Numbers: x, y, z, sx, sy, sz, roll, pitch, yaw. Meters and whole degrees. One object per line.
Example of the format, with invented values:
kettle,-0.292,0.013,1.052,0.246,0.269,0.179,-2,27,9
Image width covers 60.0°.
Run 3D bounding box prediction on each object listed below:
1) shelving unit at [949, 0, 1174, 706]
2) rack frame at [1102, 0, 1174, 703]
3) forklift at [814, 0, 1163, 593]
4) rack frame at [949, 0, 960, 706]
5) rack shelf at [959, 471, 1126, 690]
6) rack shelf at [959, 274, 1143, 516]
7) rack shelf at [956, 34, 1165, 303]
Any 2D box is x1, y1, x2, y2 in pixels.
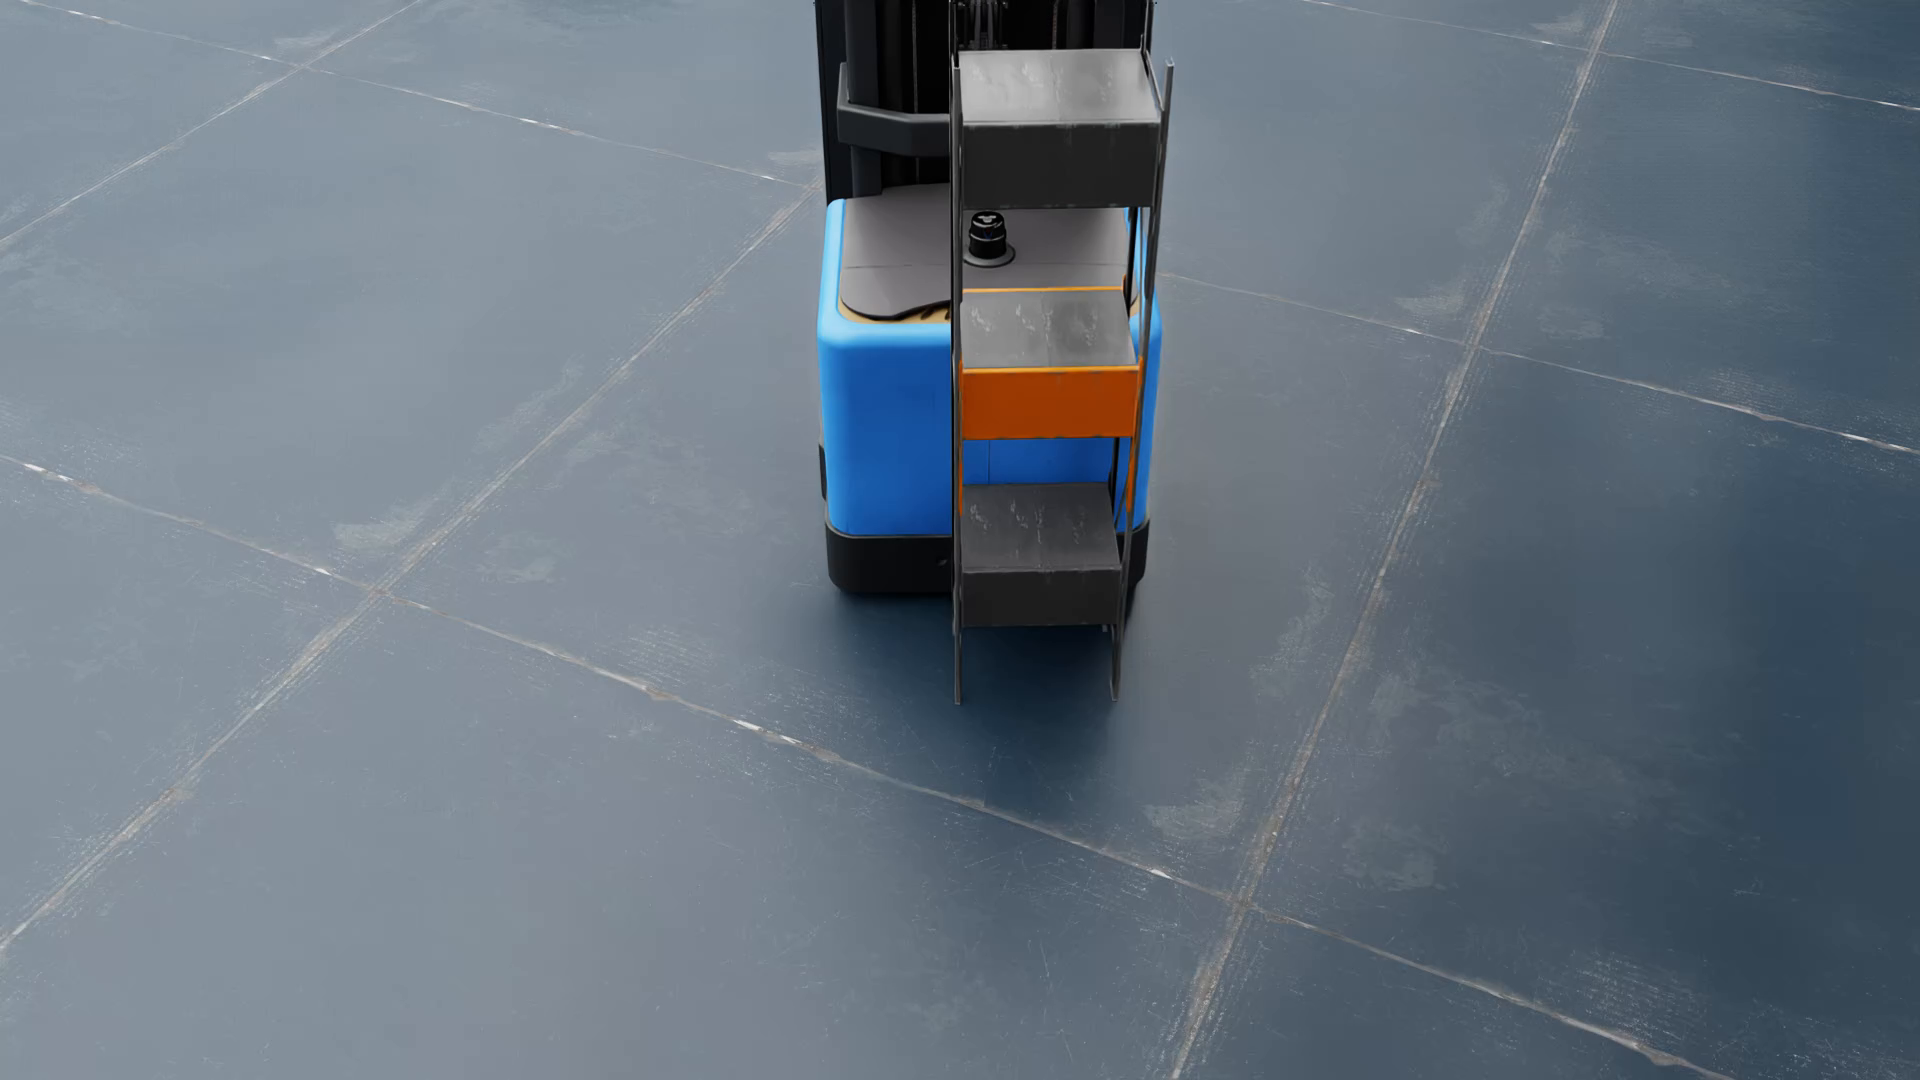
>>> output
shelving unit,0.231,-0.414,4.624,0.503,2.100,0.431,-1,41,-1
rack frame,0.475,-0.419,4.630,0.015,2.100,0.400,-1,41,-1
forklift,0.065,-1.875,5.676,1.130,2.935,3.031,-1,41,-1
rack frame,-0.013,-0.409,4.618,0.015,2.100,0.400,-1,41,-1
rack shelf,0.231,0.125,5.092,0.480,0.518,0.431,-1,41,-1
rack shelf,0.231,-0.404,4.633,0.480,0.518,0.431,-1,41,-1
rack shelf,0.231,-0.933,4.175,0.480,0.518,0.431,-1,41,-1
